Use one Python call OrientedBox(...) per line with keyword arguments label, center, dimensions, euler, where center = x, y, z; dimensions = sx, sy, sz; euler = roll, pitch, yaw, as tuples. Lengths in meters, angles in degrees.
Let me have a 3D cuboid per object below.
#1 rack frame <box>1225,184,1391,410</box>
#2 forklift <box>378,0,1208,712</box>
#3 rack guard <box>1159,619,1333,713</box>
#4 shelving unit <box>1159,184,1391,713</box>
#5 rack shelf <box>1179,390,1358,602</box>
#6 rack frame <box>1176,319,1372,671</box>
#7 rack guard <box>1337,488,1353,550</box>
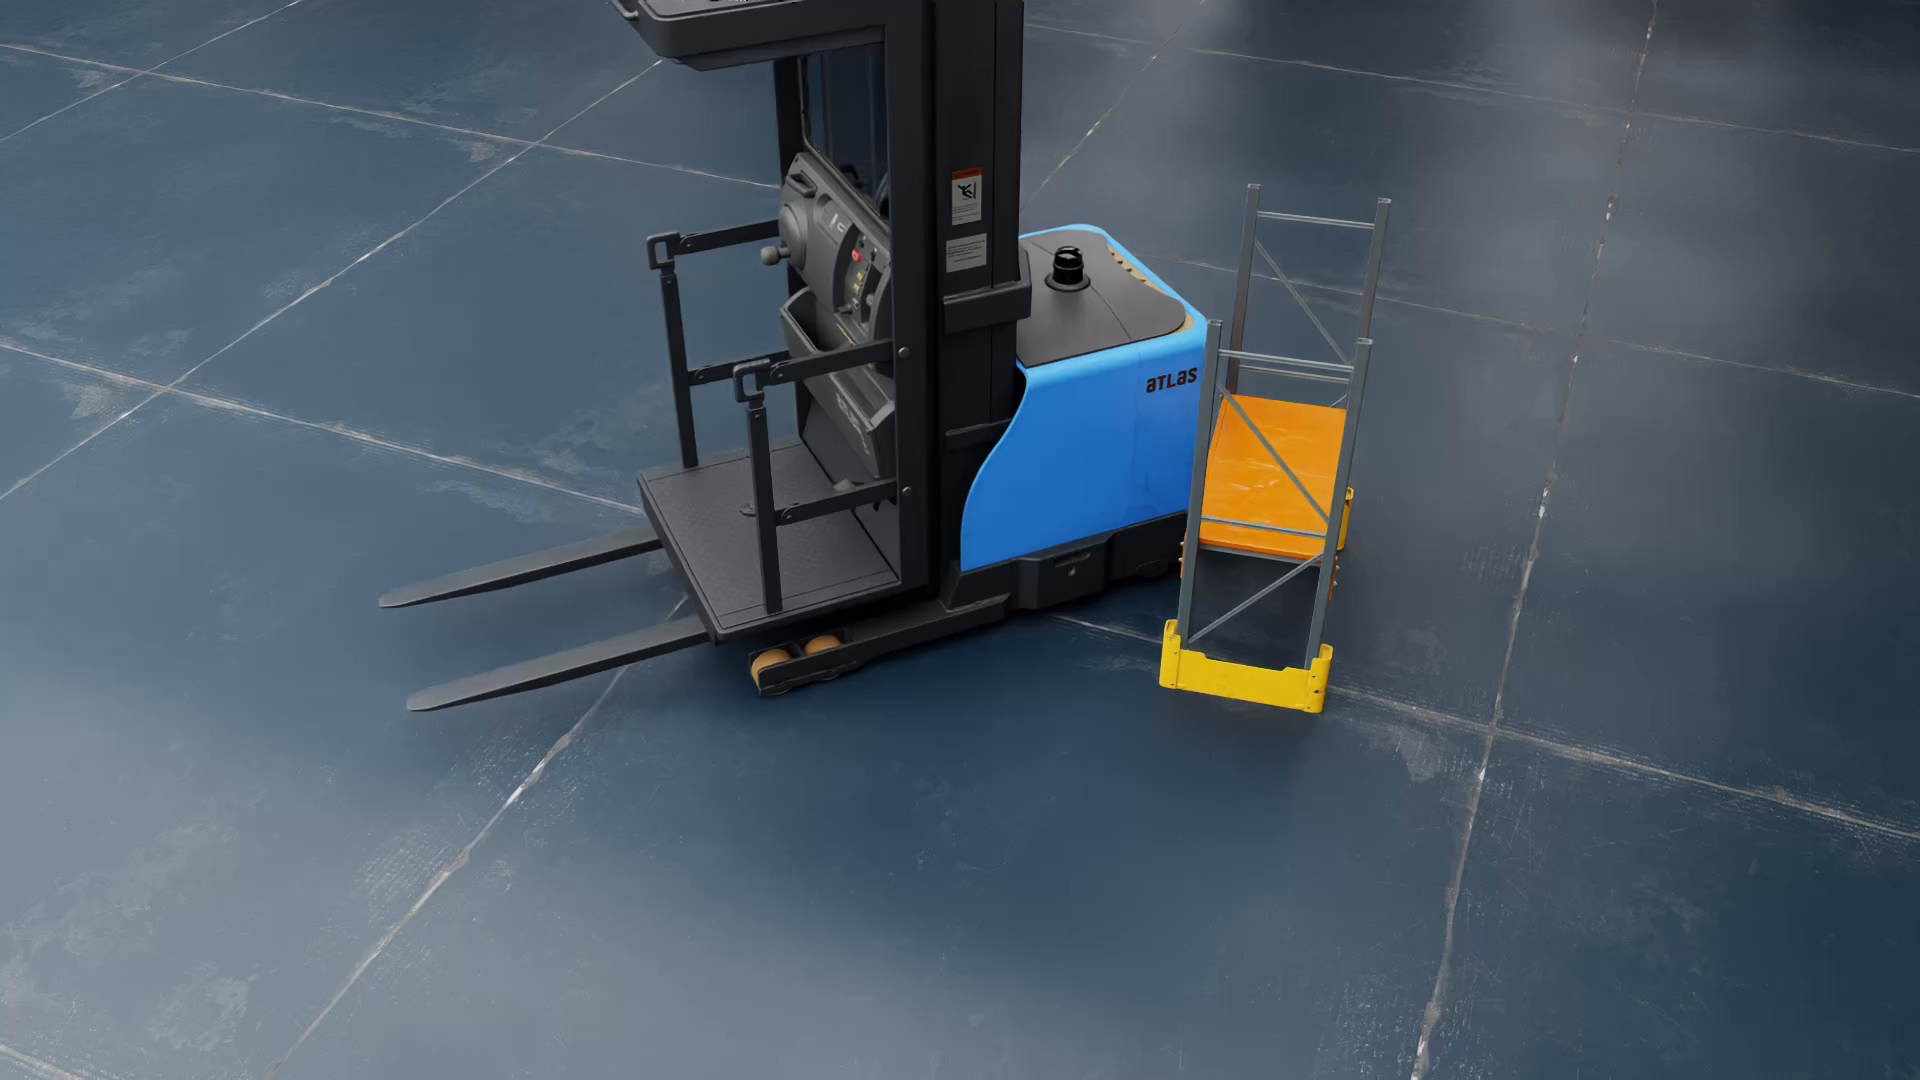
OrientedBox(label="rack frame", center=(1.271, -0.627, 6.337), dimensions=(0.500, 1.500, 0.032), euler=(9, 38, 12))
OrientedBox(label="forklift", center=(-0.617, -0.975, 5.606), dimensions=(3.031, 2.935, 1.130), euler=(-15, 39, -19))
OrientedBox(label="rack guard", center=(1.015, 0.450, 5.939), dimensions=(0.587, 0.250, 0.087), euler=(9, 38, 12))
OrientedBox(label="shelving unit", center=(1.143, -0.338, 5.950), dimensions=(0.587, 1.500, 1.083), euler=(9, 38, 12))
OrientedBox(label="rack shelf", center=(1.140, -0.189, 6.051), dimensions=(0.538, 0.185, 1.000), euler=(9, 38, 12))
OrientedBox(label="rack frame", center=(1.010, -0.039, 5.549), dimensions=(0.500, 1.500, 0.032), euler=(9, 38, 12))
OrientedBox(label="rack guard", center=(1.270, -0.126, 6.710), dimensions=(0.587, 0.250, 0.087), euler=(9, 38, 12))
